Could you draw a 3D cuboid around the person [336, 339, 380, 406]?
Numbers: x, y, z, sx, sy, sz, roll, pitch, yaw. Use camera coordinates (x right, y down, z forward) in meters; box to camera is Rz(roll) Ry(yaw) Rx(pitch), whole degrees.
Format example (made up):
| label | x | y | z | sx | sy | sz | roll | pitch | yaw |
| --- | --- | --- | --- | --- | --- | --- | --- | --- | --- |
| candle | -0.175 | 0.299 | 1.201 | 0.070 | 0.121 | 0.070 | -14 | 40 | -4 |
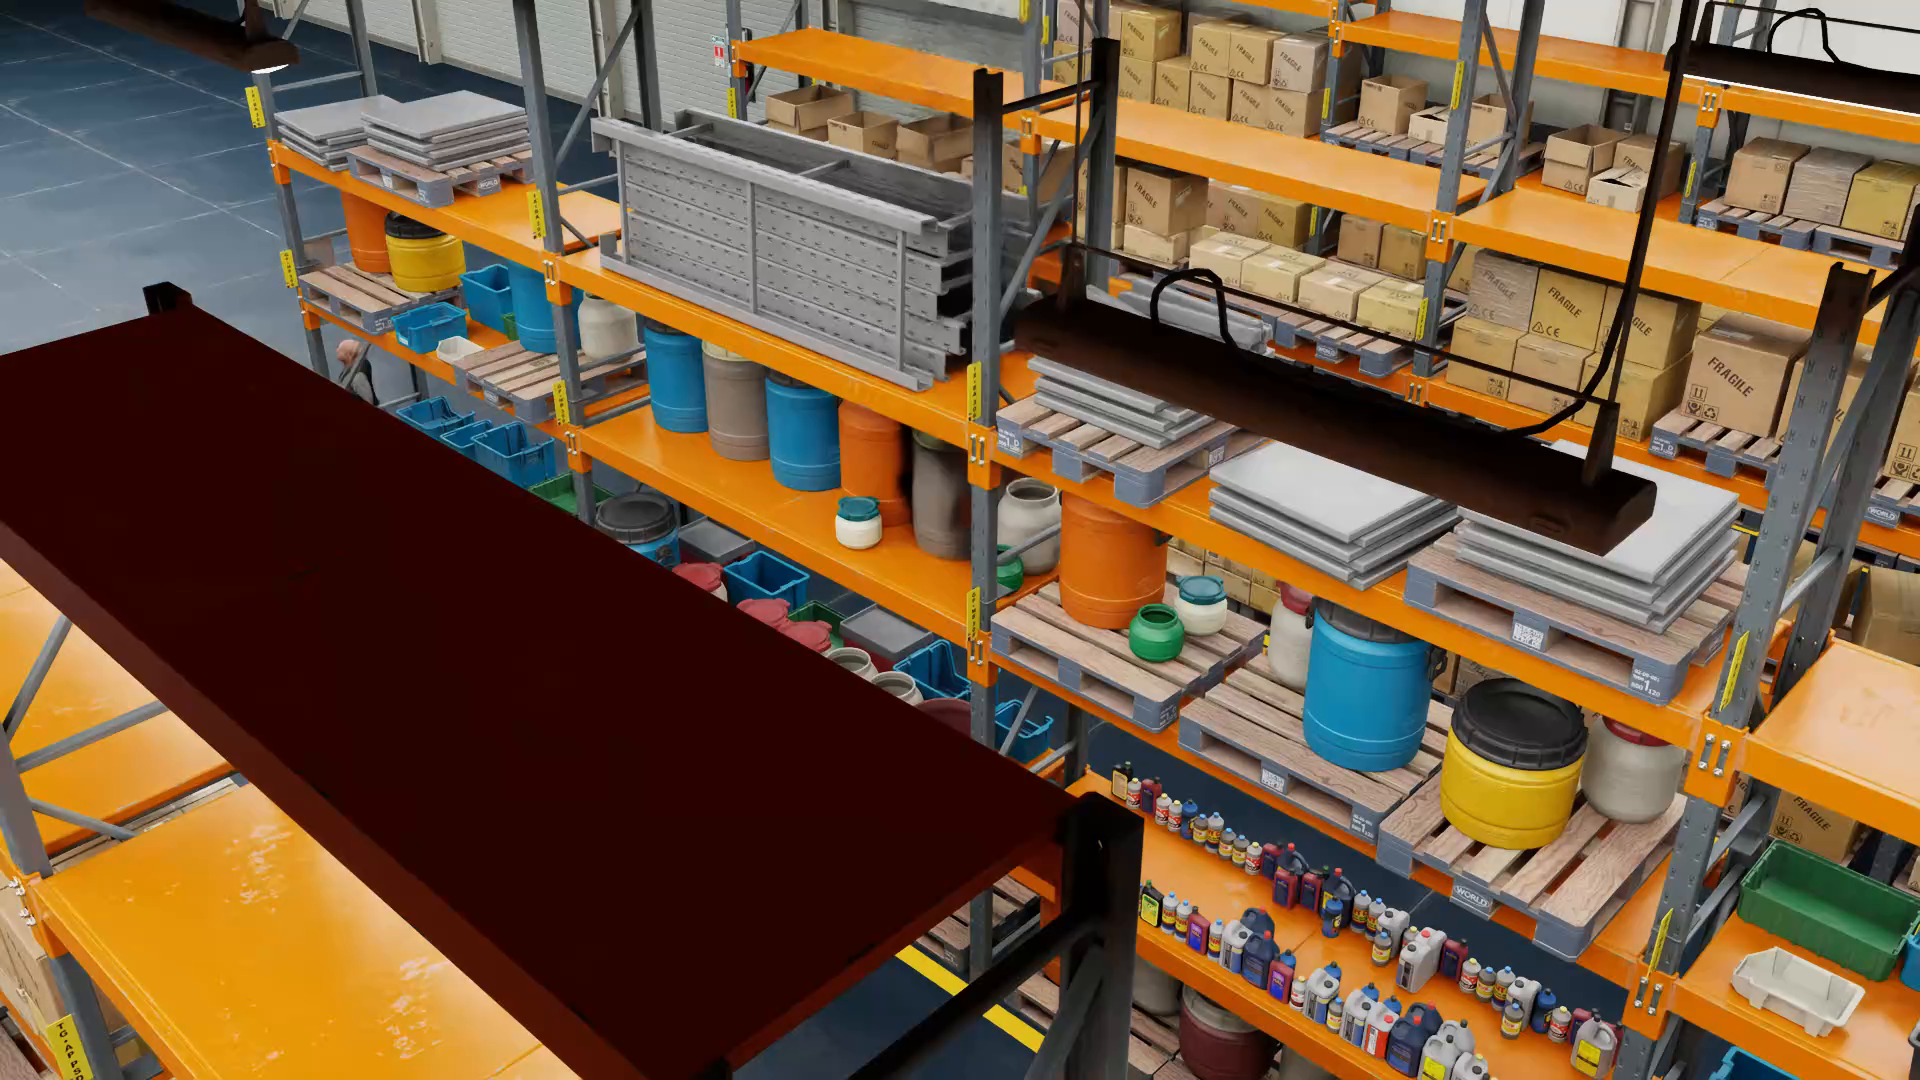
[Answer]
| label | x | y | z | sx | sy | sz | roll | pitch | yaw |
| --- | --- | --- | --- | --- | --- | --- | --- | --- | --- |
| person | -6.008 | -1.189 | 16.620 | 0.628 | 1.746 | 0.674 | -2 | 29 | -4 |
